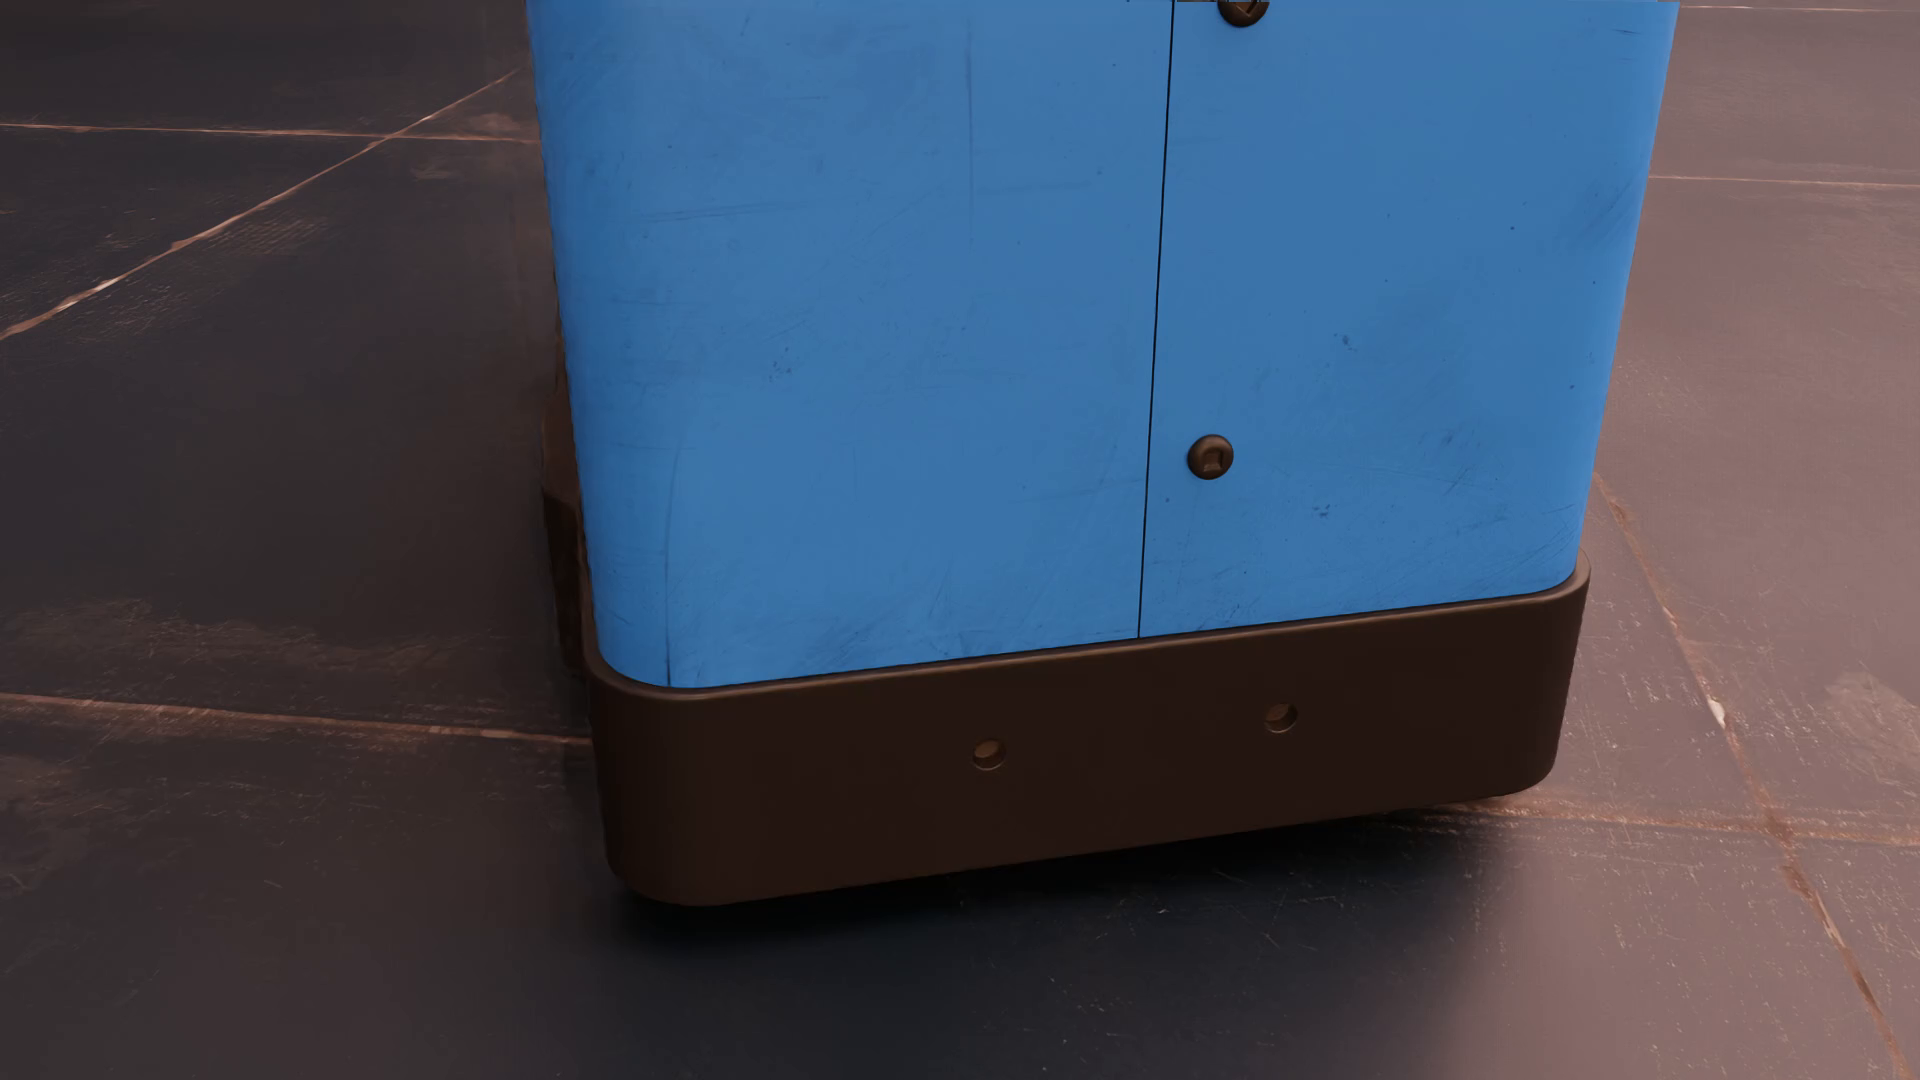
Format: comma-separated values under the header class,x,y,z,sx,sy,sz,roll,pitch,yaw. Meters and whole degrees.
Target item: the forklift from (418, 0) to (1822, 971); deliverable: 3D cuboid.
class,x,y,z,sx,sy,sz,roll,pitch,yaw
forklift,-0.270,-1.540,2.304,1.130,2.935,3.031,-13,29,-24
